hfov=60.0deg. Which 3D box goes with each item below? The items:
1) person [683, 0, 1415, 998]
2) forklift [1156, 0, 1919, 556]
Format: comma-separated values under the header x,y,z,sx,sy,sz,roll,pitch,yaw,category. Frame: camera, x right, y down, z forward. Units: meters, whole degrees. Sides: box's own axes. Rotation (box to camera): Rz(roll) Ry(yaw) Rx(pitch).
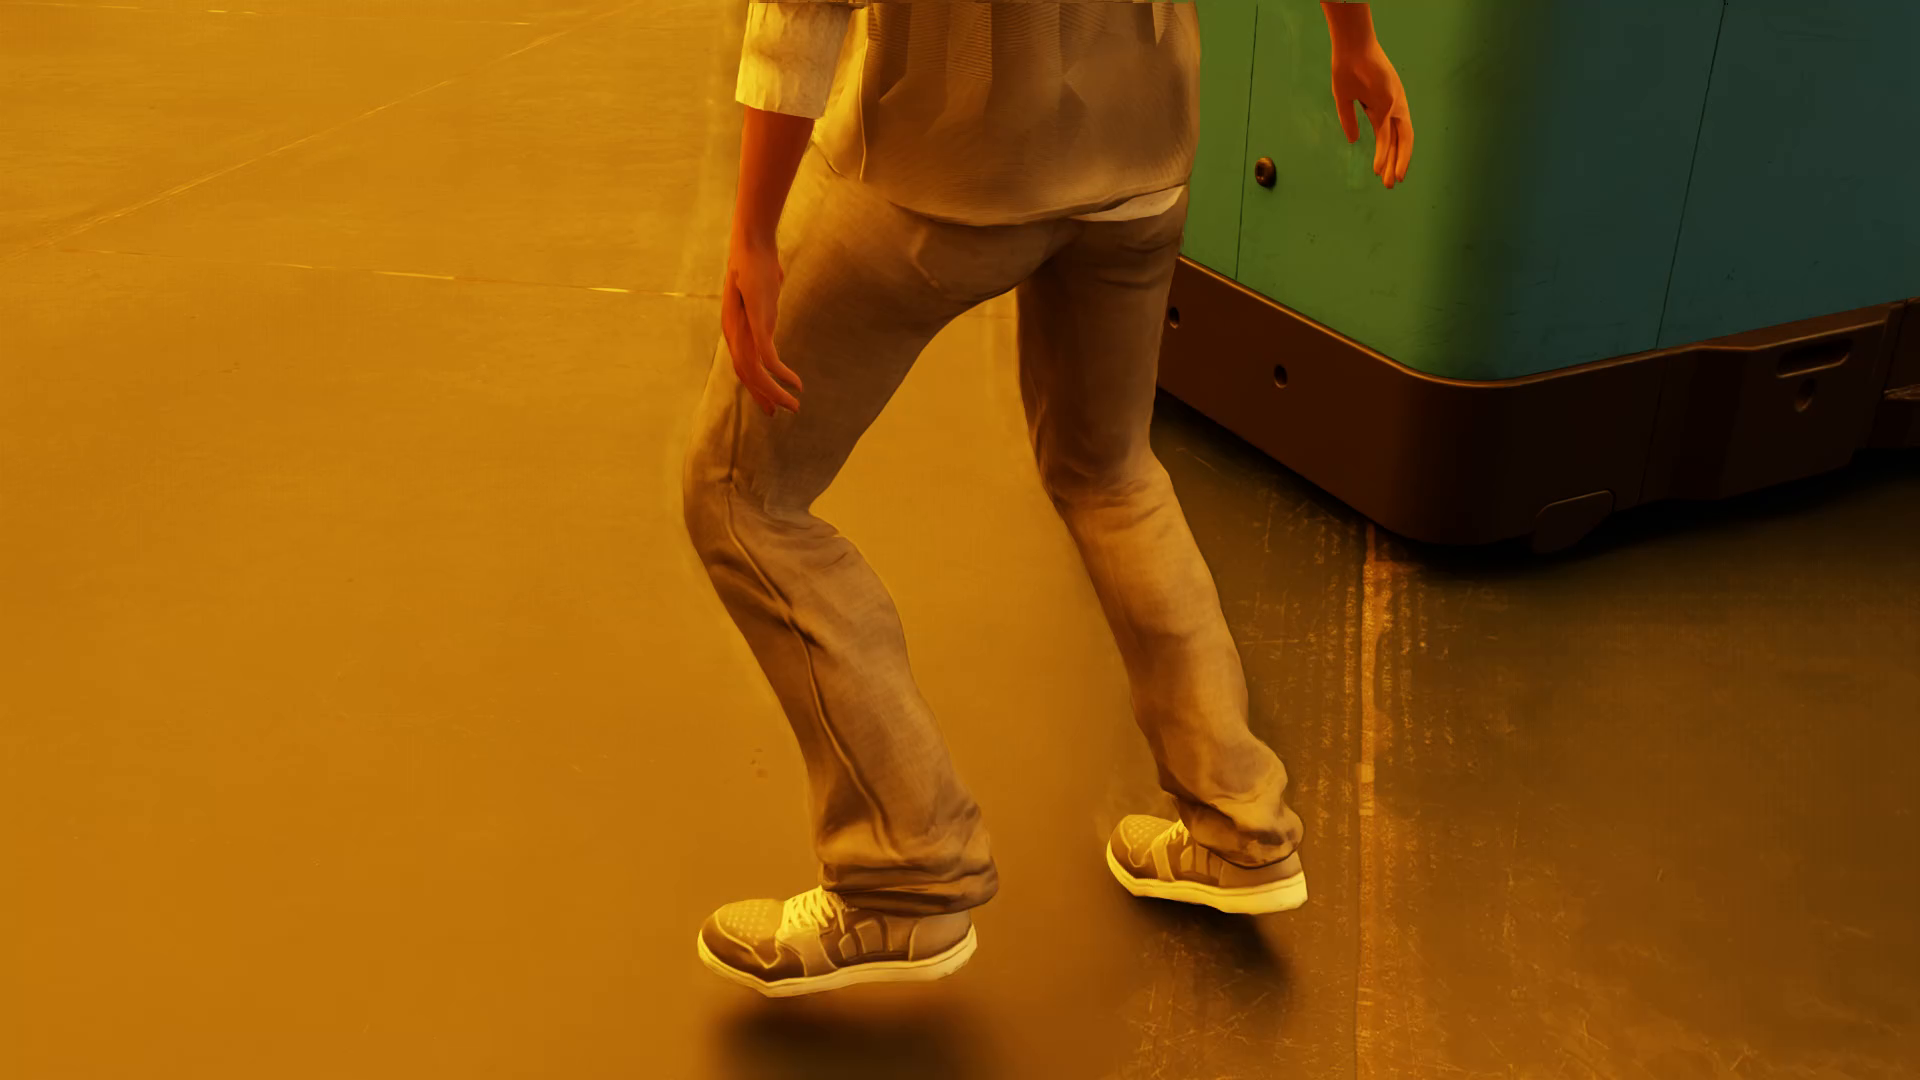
x,y,z,sx,sy,sz,roll,pitch,yaw,category
0.100,-0.309,1.404,0.747,1.554,0.450,-18,32,-31,person
1.788,-1.727,2.670,3.031,2.935,1.130,-12,29,-23,forklift
